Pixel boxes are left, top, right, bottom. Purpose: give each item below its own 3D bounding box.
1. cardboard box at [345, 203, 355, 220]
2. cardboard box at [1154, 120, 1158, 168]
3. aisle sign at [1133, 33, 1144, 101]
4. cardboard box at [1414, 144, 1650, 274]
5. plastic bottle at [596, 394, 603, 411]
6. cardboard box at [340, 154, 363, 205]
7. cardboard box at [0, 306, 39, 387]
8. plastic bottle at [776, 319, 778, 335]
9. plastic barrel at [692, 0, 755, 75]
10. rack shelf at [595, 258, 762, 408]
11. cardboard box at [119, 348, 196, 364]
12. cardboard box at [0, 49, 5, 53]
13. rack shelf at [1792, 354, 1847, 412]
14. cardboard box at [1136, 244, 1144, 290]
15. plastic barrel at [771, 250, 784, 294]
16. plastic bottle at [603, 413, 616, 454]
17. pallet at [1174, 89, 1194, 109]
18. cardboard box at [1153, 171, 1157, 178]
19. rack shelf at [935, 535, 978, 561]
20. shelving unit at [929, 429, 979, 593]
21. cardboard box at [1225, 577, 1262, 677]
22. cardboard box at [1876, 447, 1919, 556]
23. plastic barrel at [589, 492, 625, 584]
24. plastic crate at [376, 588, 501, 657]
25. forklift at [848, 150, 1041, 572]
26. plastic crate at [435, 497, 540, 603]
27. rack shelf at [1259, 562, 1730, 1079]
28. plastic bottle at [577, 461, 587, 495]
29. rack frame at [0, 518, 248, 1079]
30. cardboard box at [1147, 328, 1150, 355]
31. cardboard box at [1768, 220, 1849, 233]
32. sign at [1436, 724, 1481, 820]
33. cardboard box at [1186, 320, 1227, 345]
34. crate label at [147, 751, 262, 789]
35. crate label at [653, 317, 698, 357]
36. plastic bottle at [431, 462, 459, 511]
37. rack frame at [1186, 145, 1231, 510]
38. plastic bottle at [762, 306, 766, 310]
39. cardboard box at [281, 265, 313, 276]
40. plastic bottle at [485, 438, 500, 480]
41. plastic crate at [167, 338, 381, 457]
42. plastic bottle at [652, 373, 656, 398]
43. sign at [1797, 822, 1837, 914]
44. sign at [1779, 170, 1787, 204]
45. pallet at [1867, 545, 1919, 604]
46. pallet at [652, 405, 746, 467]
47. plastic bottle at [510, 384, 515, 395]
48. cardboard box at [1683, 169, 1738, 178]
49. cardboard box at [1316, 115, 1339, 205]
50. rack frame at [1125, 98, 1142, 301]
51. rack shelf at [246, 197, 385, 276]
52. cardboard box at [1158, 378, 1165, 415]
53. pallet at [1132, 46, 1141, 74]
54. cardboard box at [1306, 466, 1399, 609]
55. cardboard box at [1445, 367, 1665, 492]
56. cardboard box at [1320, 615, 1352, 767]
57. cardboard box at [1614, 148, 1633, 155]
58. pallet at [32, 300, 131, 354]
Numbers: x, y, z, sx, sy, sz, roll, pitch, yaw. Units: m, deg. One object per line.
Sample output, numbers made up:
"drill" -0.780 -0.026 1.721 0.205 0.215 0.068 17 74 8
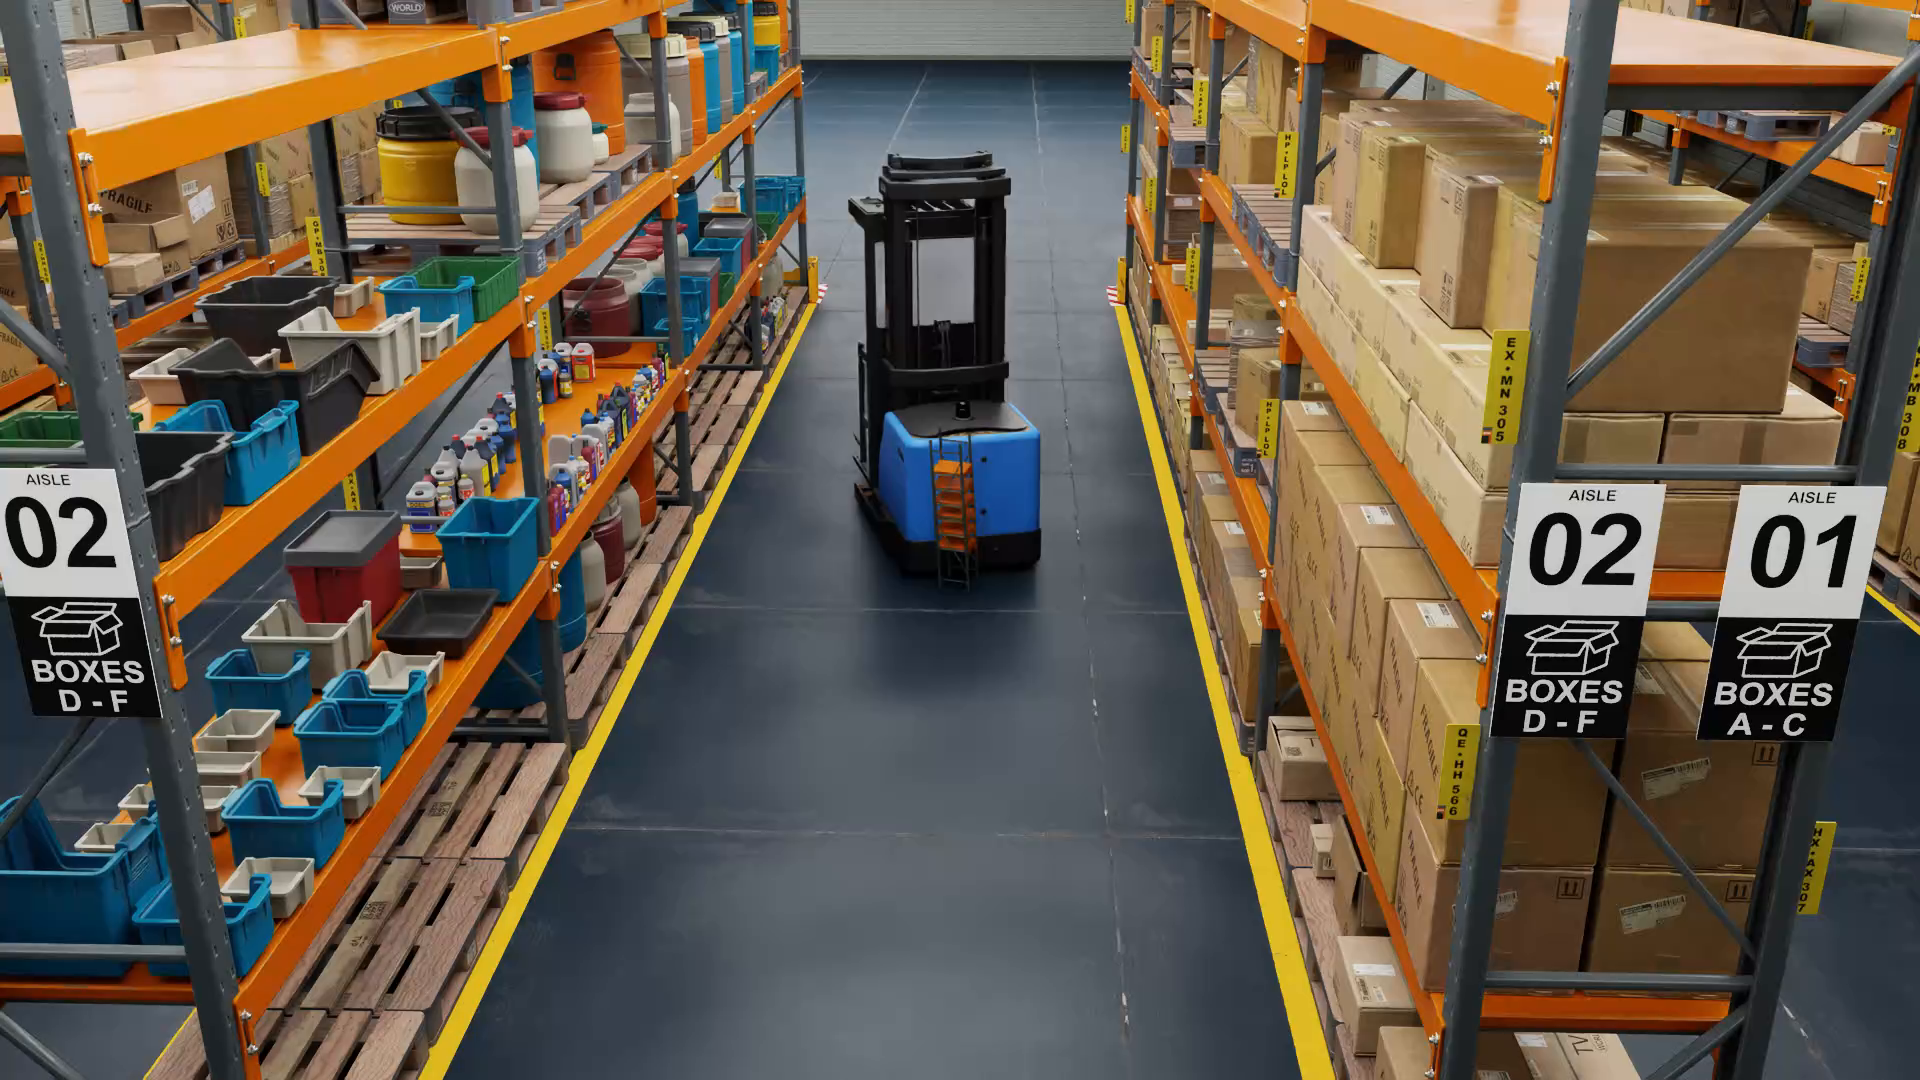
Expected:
"cardboard box" -7.097 -3.726 18.832 0.380 0.149 0.250 1 21 2
"cardboard box" 2.479 -4.291 18.011 0.700 0.500 0.500 1 21 2
"aisle sign" 2.244 -5.620 19.774 0.394 0.787 0.004 1 21 2
"cardboard box" 2.177 -1.235 6.398 0.700 0.500 0.500 1 21 2
"plastic bottle" -2.417 -0.861 11.262 0.061 0.283 0.133 1 21 2
"cardboard box" -7.352 -4.116 18.941 0.875 0.500 0.500 1 21 2
"cardboard box" -7.364 -1.465 12.519 0.500 0.500 0.500 1 21 3
"plastic bottle" -2.048 -2.349 18.197 0.097 0.201 0.097 0 21 0
"plastic barrel" -2.387 -5.178 16.806 0.600 0.901 0.708 1 21 2
"rack shelf" -2.586 -1.932 14.857 1.077 0.370 4.000 1 21 2
"cardboard box" -7.566 -1.489 15.567 0.700 0.500 0.500 -1 21 -3
"cardboard box" -7.828 -3.638 13.282 0.500 0.500 0.500 1 21 1
"rack shelf" 7.317 -1.823 14.576 1.077 0.370 4.000 1 21 2
"cardboard box" 2.294 -3.092 19.034 0.500 0.500 0.500 1 21 2
"plastic barrel" -2.347 -3.234 20.077 0.421 0.512 0.421 0 21 0
"plastic bottle" -2.304 -0.697 10.857 0.097 0.271 0.097 0 21 0
"pallet" 2.412 -3.925 15.116 0.805 0.209 1.217 0 21 -1
"cardboard box" 2.260 -3.844 17.754 0.380 0.149 0.250 1 21 3
"rack shelf" -0.023 0.048 12.002 0.258 0.103 0.180 8 31 19
"shelving unit" -0.038 -0.200 11.863 0.258 1.200 0.189 8 31 19
"cardboard box" 1.935 0.557 10.293 0.500 0.500 0.500 1 21 2
"cardboard box" 7.103 -0.365 12.214 0.750 0.750 0.750 0 21 1
"plastic barrel" -2.679 -0.031 11.715 0.600 0.588 0.708 1 21 2
"plastic crate" -2.534 0.410 8.124 0.437 0.125 0.590 1 21 2
"forklift" -0.252 -1.630 13.179 1.130 2.935 3.031 -5 22 -13
"plastic crate" -2.441 0.054 8.683 0.392 0.384 0.575 1 21 2
"rack shelf" 2.122 1.016 7.258 1.077 0.370 4.000 1 21 2
"plastic bottle" -2.328 -0.378 10.131 0.097 0.201 0.097 0 21 0
"rack frame" -2.890 1.348 5.409 1.000 3.000 0.127 1 21 2
"cardboard box" 2.222 -2.019 17.307 0.500 0.250 0.500 1 21 2
"cardboard box" 7.315 -2.510 14.604 0.700 0.500 0.500 4 21 9
"sign" 1.507 0.703 5.032 0.100 0.325 0.005 1 21 2
"cardboard box" 2.056 -1.700 13.611 0.380 0.149 0.250 1 21 2
"crate label" -3.039 0.940 6.740 0.396 0.136 0.243 1 21 2
"crate label" -2.259 -1.615 13.276 0.303 0.233 0.416 1 21 2
"plastic bottle" -3.068 -0.319 9.875 0.152 0.276 0.135 1 21 2
"rack frame" 2.305 -1.489 12.719 1.000 3.000 0.127 1 21 2
"plastic bottle" -2.185 -2.523 18.644 0.097 0.201 0.097 0 21 0
"cardboard box" -7.411 -2.854 19.113 0.500 0.500 0.500 3 21 7
"plastic bottle" -2.927 -0.504 10.360 0.097 0.271 0.097 0 21 0
"plastic crate" -2.569 -0.571 6.293 0.504 0.338 0.767 1 21 2
"plastic bottle" -2.264 -1.141 12.097 0.097 0.201 0.097 0 21 0
"sign" 2.604 1.006 5.093 0.100 0.325 0.005 1 21 2
"sign" 7.933 -3.417 16.088 0.100 0.325 0.005 1 21 2
"pallet" 7.157 0.149 12.354 1.003 0.211 1.213 1 21 2
"pallet" -2.544 -0.964 15.222 1.003 0.211 1.213 1 21 2
"plastic bottle" -3.063 -0.920 11.415 0.061 0.283 0.133 1 21 2
"cardboard box" 7.620 -3.526 17.112 0.500 0.500 0.500 1 21 1
"cardboard box" 2.272 -1.911 8.805 0.600 0.600 0.600 -1 21 -3
"rack frame" 2.548 -4.381 20.174 1.000 3.000 0.127 1 21 2
"rack shelf" -7.415 -3.433 18.725 1.077 0.370 4.000 1 21 2
"cardboard box" 2.136 -1.334 15.540 0.500 0.250 0.500 0 21 0
"pallet" 2.500 -5.483 18.989 1.003 0.211 1.213 1 21 2
"cardboard box" 1.856 -0.016 7.402 0.500 0.500 0.500 0 21 0
"cardboard box" 1.822 -0.346 5.145 0.500 0.250 0.500 1 21 2
"cardboard box" 1.851 0.642 7.089 0.500 0.500 0.500 0 21 1
"cardboard box" 7.137 -4.083 18.547 0.500 0.500 0.500 0 21 0
"pallet" -7.682 -1.769 13.706 1.213 0.211 1.003 1 21 2
